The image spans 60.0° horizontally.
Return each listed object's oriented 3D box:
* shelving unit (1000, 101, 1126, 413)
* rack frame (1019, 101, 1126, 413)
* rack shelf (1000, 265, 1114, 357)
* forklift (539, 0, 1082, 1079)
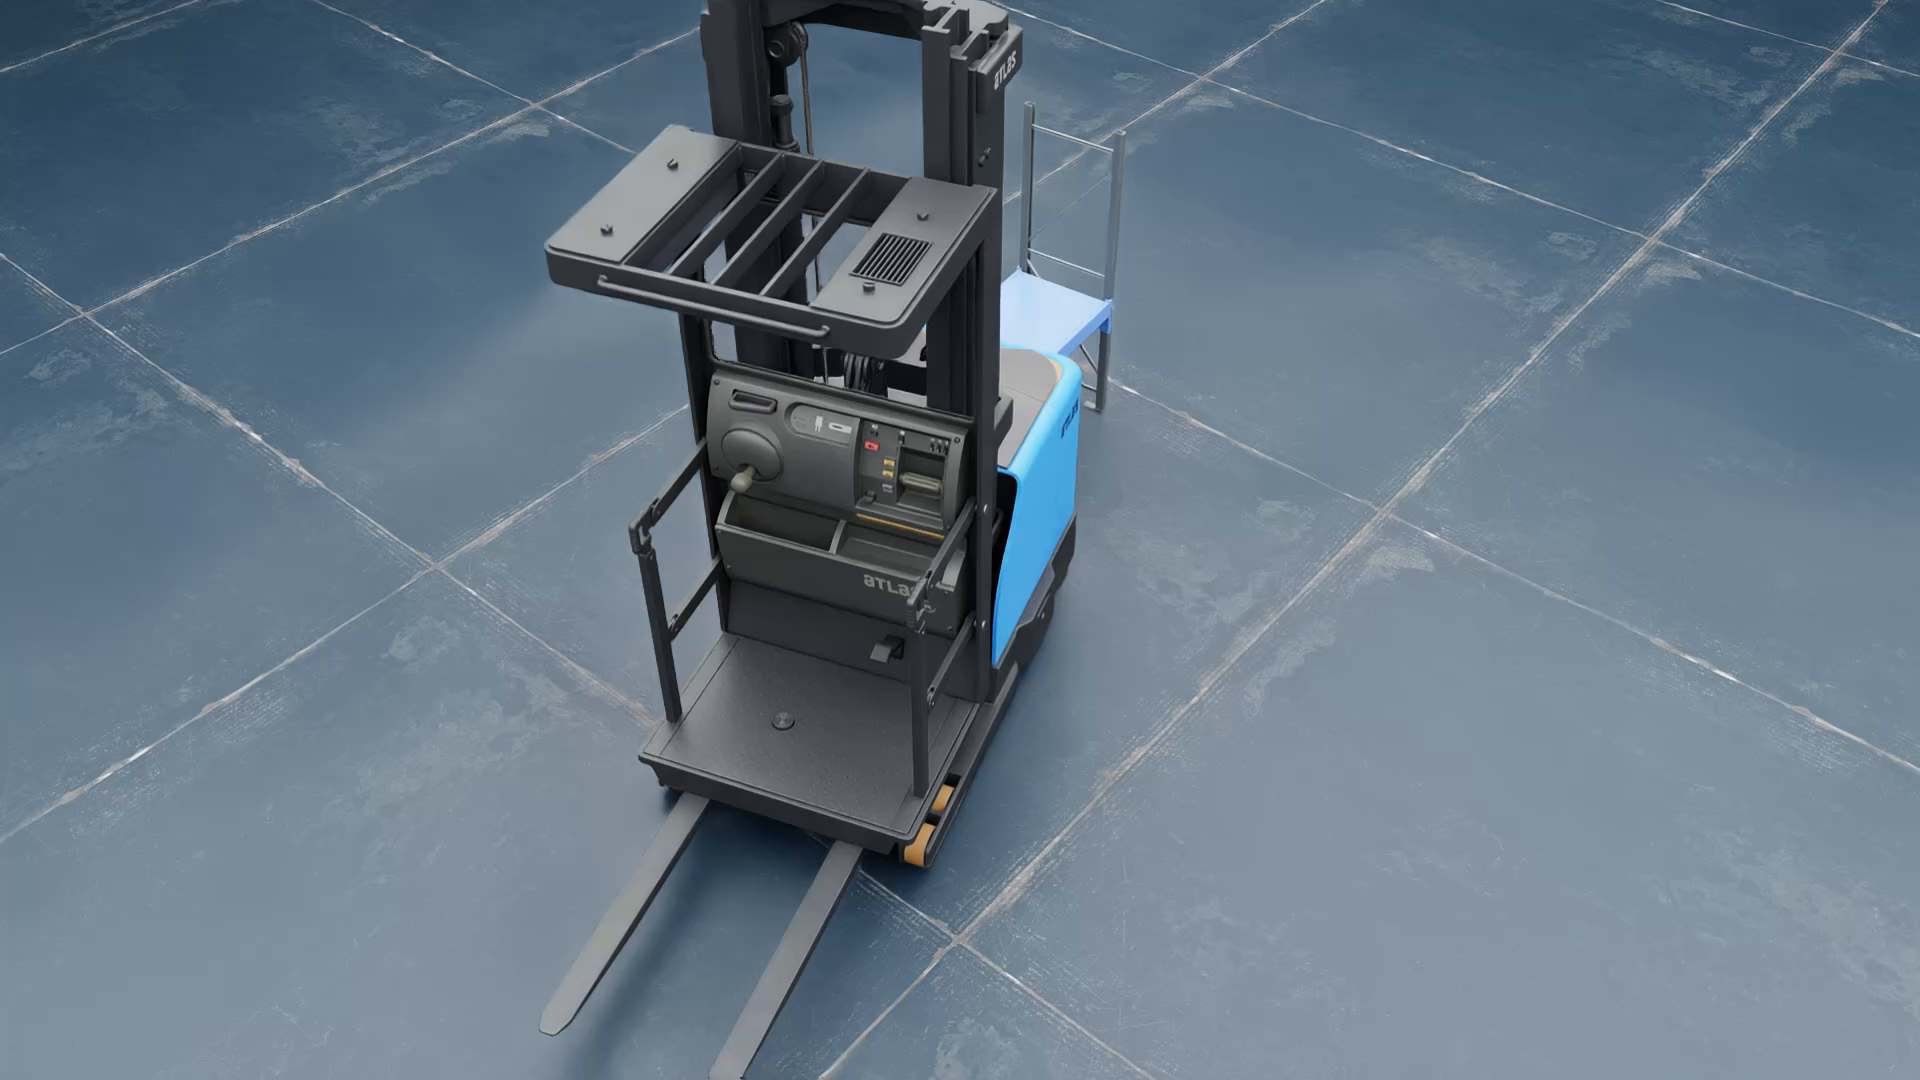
[{"bbox_3d":[0.215,-0.993,7.409,0.538,1.500,1.048,24,48,24],"label":"shelving unit"},{"bbox_3d":[0.497,-1.277,7.722,0.500,1.500,0.032,24,48,24],"label":"rack frame"},{"bbox_3d":[0.215,-0.860,7.530,0.538,0.185,1.000,24,48,24],"label":"rack shelf"},{"bbox_3d":[-0.504,-0.208,5.482,1.130,2.935,3.031,15,44,15],"label":"forklift"}]
